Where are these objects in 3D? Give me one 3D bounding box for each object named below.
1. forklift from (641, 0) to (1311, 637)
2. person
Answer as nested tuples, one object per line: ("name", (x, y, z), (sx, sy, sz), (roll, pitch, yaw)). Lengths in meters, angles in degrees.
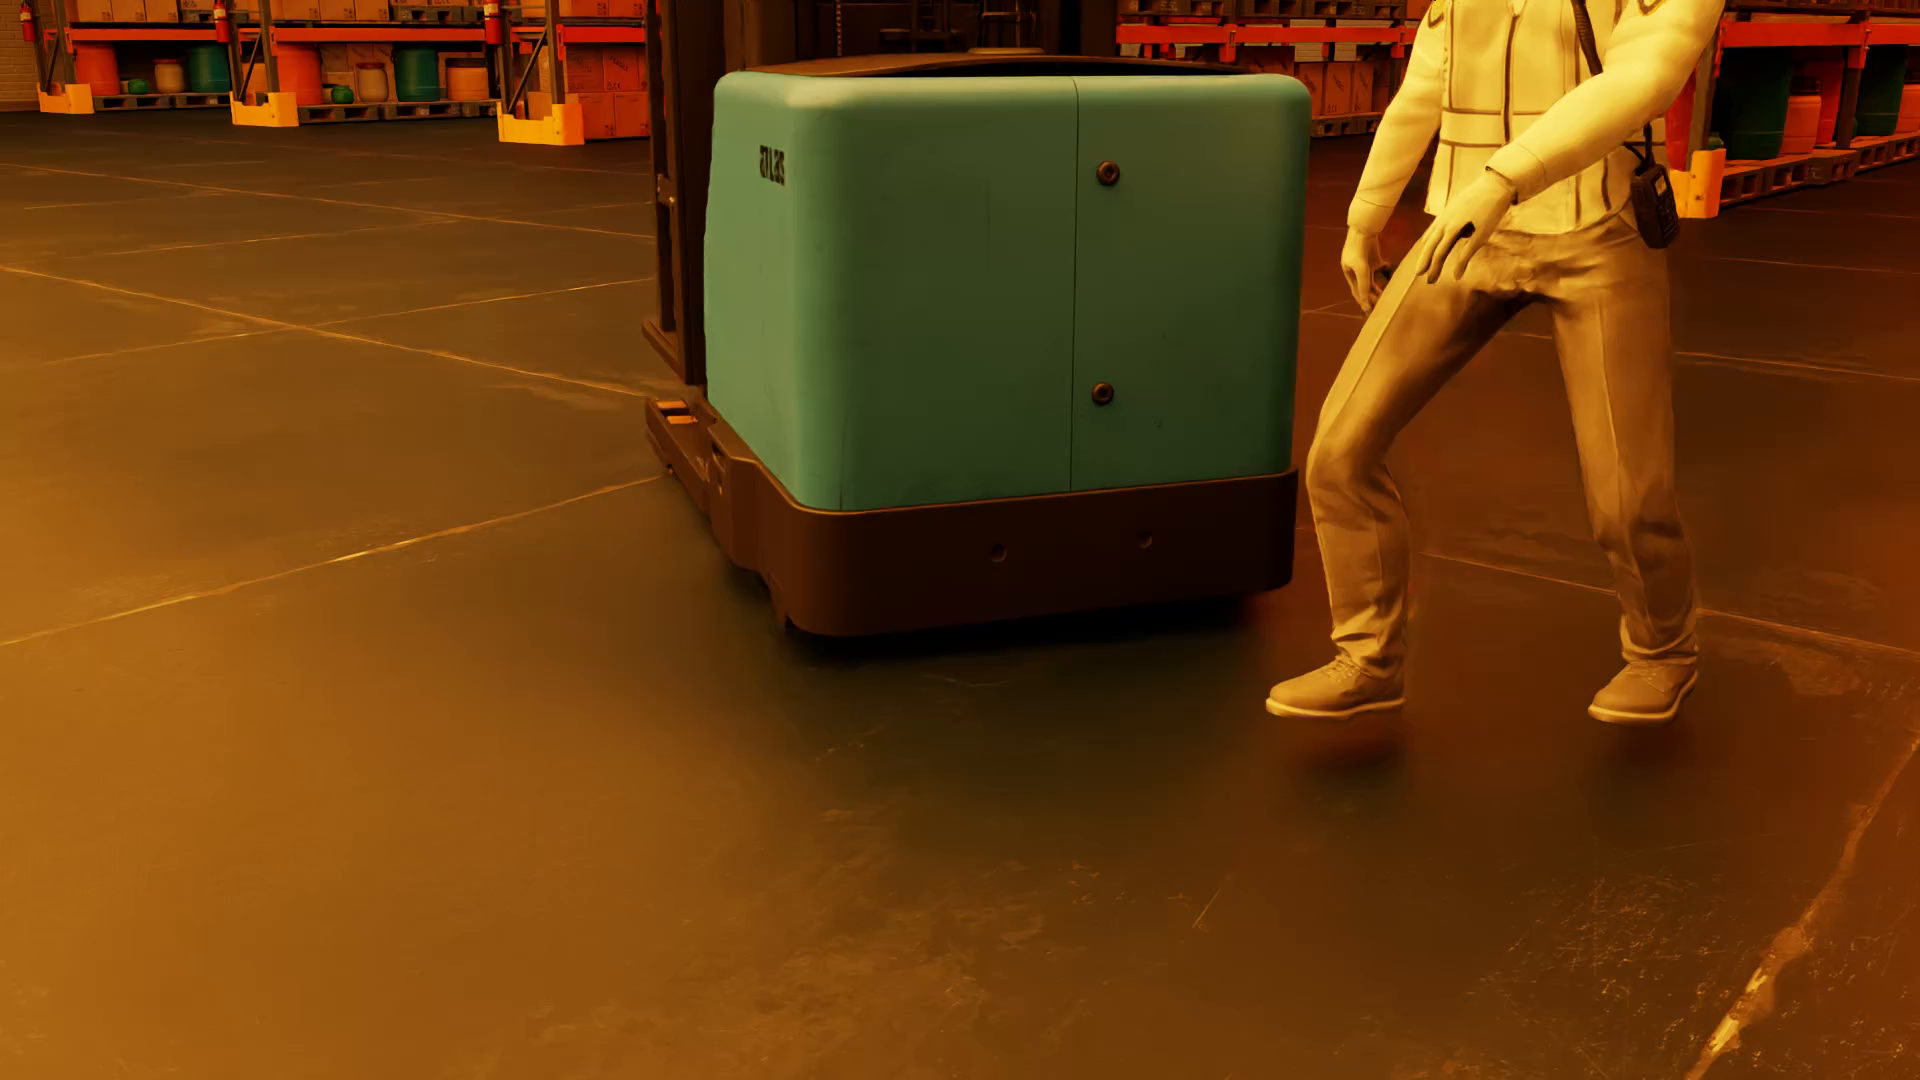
("forklift", (-0.258, -1.610, 4.199), (1.130, 2.935, 3.031), (-5, 18, -17))
("person", (0.837, -0.466, 2.606), (0.626, 1.584, 0.715), (16, 23, 43))
